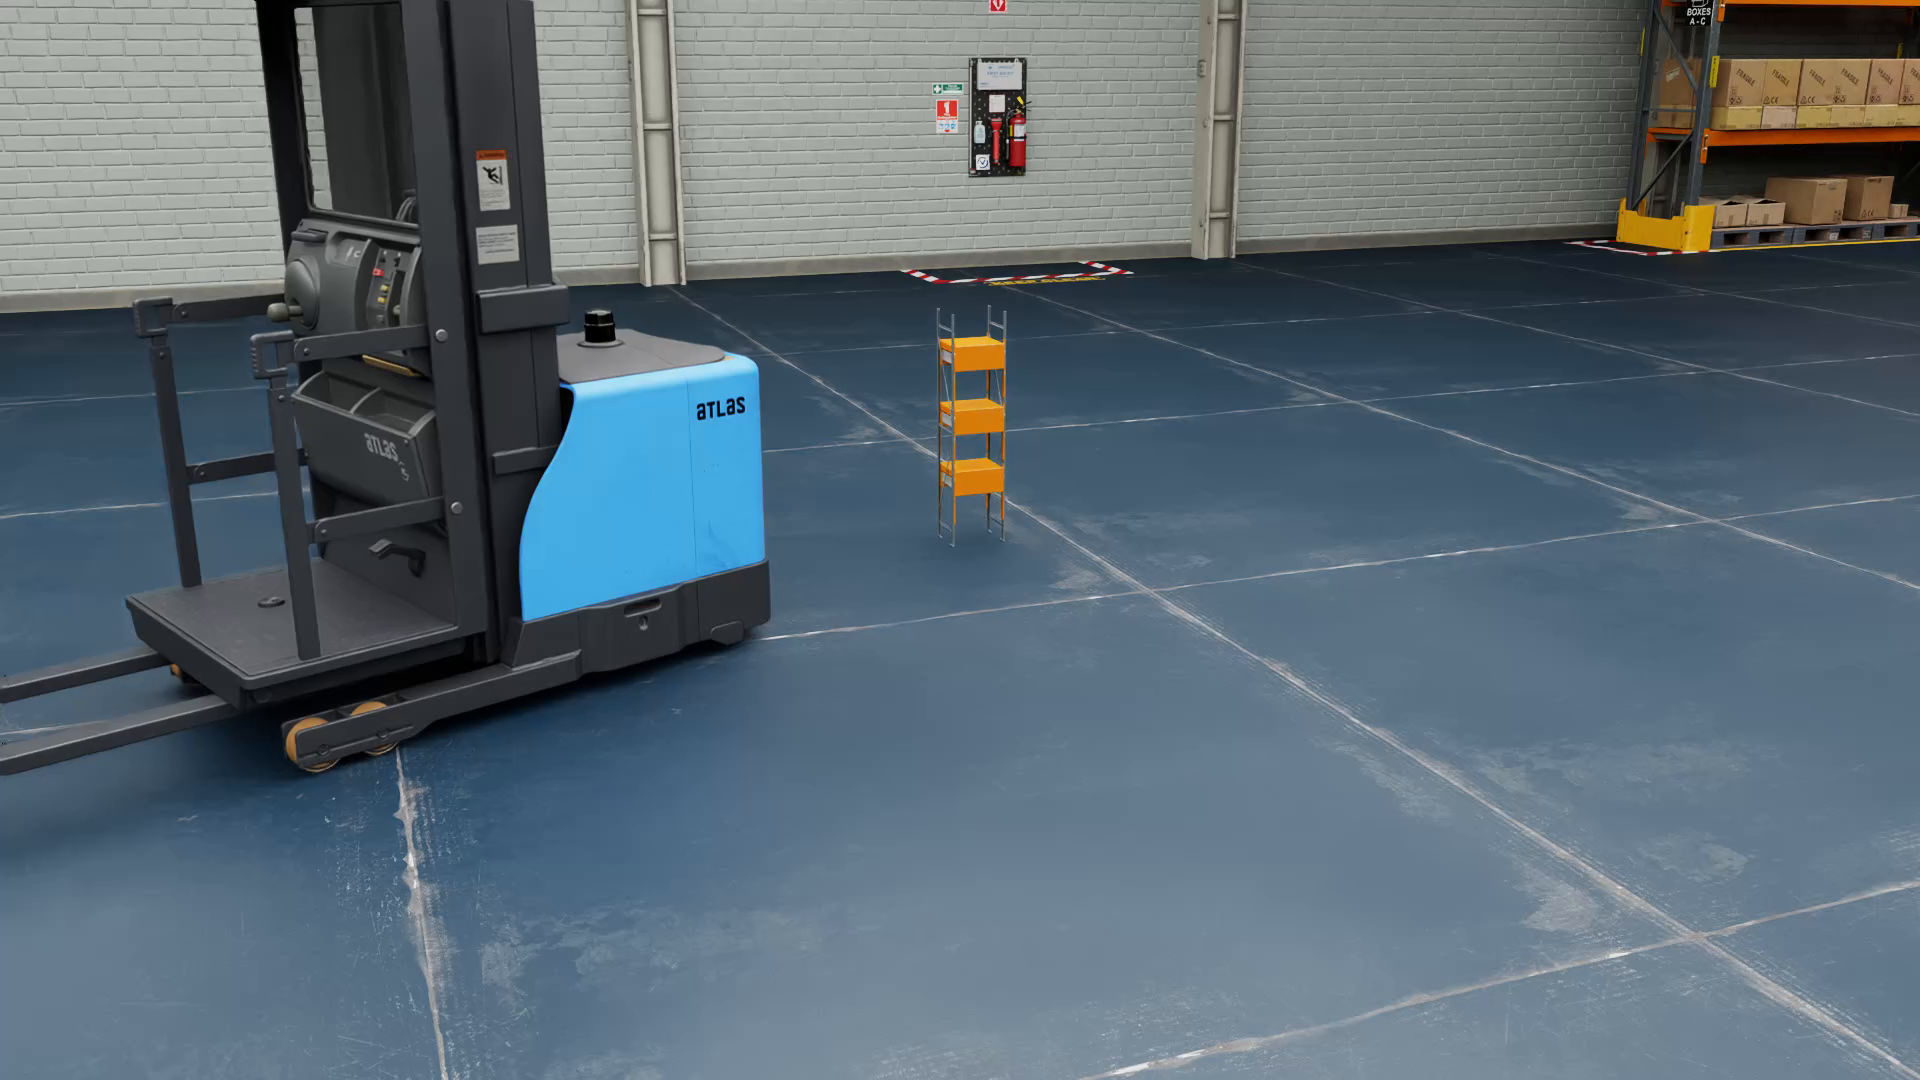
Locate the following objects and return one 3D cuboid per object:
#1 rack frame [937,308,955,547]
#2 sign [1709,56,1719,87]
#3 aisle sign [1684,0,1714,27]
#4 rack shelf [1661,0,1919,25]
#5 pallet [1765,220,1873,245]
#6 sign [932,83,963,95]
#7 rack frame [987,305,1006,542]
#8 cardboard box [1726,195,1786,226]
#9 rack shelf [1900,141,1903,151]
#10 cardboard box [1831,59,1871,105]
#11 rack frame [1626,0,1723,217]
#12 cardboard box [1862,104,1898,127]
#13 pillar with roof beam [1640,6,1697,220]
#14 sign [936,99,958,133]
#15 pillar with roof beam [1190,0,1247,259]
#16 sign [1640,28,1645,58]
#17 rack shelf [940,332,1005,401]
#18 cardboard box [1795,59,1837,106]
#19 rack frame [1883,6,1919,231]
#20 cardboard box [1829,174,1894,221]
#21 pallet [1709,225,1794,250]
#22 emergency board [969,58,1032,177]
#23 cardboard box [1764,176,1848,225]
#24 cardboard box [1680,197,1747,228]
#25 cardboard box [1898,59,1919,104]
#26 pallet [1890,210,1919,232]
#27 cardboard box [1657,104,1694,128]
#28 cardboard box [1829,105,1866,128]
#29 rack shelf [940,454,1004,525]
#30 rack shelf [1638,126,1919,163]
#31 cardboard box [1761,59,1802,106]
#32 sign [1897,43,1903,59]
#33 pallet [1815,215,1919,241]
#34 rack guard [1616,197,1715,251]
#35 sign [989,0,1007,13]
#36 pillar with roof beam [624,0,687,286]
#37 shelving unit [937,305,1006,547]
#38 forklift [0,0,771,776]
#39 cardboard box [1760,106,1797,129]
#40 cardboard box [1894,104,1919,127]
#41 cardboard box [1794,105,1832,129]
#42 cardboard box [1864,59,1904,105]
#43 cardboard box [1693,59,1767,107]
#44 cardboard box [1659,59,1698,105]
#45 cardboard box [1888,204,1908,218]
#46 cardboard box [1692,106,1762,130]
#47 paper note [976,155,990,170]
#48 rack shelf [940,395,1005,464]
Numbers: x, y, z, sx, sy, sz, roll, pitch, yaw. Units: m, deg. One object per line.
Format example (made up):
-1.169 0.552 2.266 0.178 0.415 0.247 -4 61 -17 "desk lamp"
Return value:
-0.064 -0.497 7.427 0.008 1.050 0.200 -6 17 -20 "rack frame"
8.198 -5.093 18.082 0.005 0.325 0.100 -6 17 -20 "sign"
8.043 -5.982 18.030 0.004 0.787 0.394 -6 17 -20 "aisle sign"
9.871 -6.116 19.055 4.000 0.370 1.077 -6 17 -20 "rack shelf"
9.983 -3.685 19.771 1.213 0.211 1.003 -6 17 -20 "pallet"
-0.122 -4.515 16.647 0.331 0.109 0.001 -6 17 -20 "sign"
0.164 -0.521 7.511 0.008 1.050 0.200 -6 17 -20 "rack frame"
9.214 -3.845 19.359 0.500 0.311 0.500 -5 17 -15 "cardboard box"
13.606 -5.080 20.851 4.000 0.370 1.077 -6 17 -20 "rack shelf"
9.984 -5.240 19.017 0.500 0.500 0.500 -6 17 -18 "cardboard box"
8.003 -4.820 18.690 0.127 3.000 1.000 -6 17 -20 "rack frame"
10.472 -4.931 19.297 0.500 0.250 0.500 -6 17 -20 "cardboard box"
9.888 -6.864 15.003 0.400 9.000 9.100 -6 17 -20 "pillar with roof beam"
-0.130 -4.263 16.728 0.234 0.329 0.001 -6 17 -20 "sign"
4.285 -6.259 12.943 0.400 9.000 9.100 -6 17 -20 "pillar with roof beam"
7.823 -5.676 18.986 0.005 0.325 0.100 -6 17 -20 "sign"
0.050 -0.771 7.392 0.240 0.259 0.215 -6 17 -20 "rack shelf"
9.506 -5.185 18.830 0.500 0.500 0.500 -7 18 -22 "cardboard box"
11.738 -5.224 20.063 0.127 3.000 1.000 -6 17 -20 "rack frame"
10.784 -4.120 19.961 0.500 0.500 0.500 -8 18 -24 "cardboard box"
8.846 -3.563 19.356 1.213 0.211 1.003 -6 17 -20 "pallet"
0.423 -4.275 16.831 0.643 1.169 0.194 -6 17 -20 "emergency board"
9.917 -3.997 19.540 0.500 0.500 0.700 -7 18 -24 "cardboard box"
8.682 -3.788 19.164 0.500 0.311 0.500 -8 18 -26 "cardboard box"
10.944 -5.340 19.360 0.500 0.500 0.500 -6 17 -20 "cardboard box"
12.465 -3.965 20.725 1.213 0.211 1.003 -6 17 -20 "pallet"
8.370 -4.856 19.042 0.500 0.250 0.500 -6 17 -19 "cardboard box"
10.003 -4.880 19.123 0.500 0.250 0.500 -6 17 -20 "cardboard box"
0.050 -0.232 7.550 0.240 0.259 0.215 -6 17 -20 "rack shelf"
9.871 -4.677 19.478 4.000 0.370 1.077 -6 17 -20 "rack shelf"
9.022 -5.134 18.658 0.500 0.500 0.500 -6 17 -20 "cardboard box"
11.537 -5.925 20.396 0.005 0.325 0.100 -6 17 -20 "sign"
11.124 -3.809 20.194 1.213 0.211 1.003 -6 17 -20 "pallet"
8.074 -3.629 19.068 0.348 0.500 1.175 -6 17 -20 "rack guard"
0.380 -5.412 16.591 0.199 0.298 0.001 -6 17 -20 "sign"
-1.318 -5.655 10.883 0.400 9.000 9.100 -6 17 -20 "pillar with roof beam"
0.050 -0.509 7.469 0.252 1.050 0.215 -6 17 -20 "shelving unit"
-2.137 -0.852 5.296 3.031 2.935 1.130 -15 22 -41 "forklift"
9.052 -4.780 18.782 0.500 0.250 0.500 -7 18 -22 "cardboard box"
10.936 -4.986 19.484 0.500 0.250 0.500 -6 17 -20 "cardboard box"
9.530 -4.830 18.952 0.500 0.250 0.500 -6 18 -21 "cardboard box"
10.470 -5.292 19.197 0.500 0.500 0.500 -7 18 -22 "cardboard box"
8.557 -5.087 18.497 0.500 0.500 0.500 -6 17 -20 "cardboard box"
8.367 -5.221 18.955 0.500 0.500 0.500 -6 18 -21 "cardboard box"
11.250 -4.014 20.190 0.250 0.166 0.380 -9 18 -27 "cardboard box"
8.573 -4.724 18.591 0.500 0.250 0.500 -7 18 -22 "cardboard box"
0.233 -3.852 16.956 0.142 0.148 0.016 -6 17 -20 "paper note"
0.050 -0.499 7.472 0.240 0.259 0.215 -6 17 -20 "rack shelf"
